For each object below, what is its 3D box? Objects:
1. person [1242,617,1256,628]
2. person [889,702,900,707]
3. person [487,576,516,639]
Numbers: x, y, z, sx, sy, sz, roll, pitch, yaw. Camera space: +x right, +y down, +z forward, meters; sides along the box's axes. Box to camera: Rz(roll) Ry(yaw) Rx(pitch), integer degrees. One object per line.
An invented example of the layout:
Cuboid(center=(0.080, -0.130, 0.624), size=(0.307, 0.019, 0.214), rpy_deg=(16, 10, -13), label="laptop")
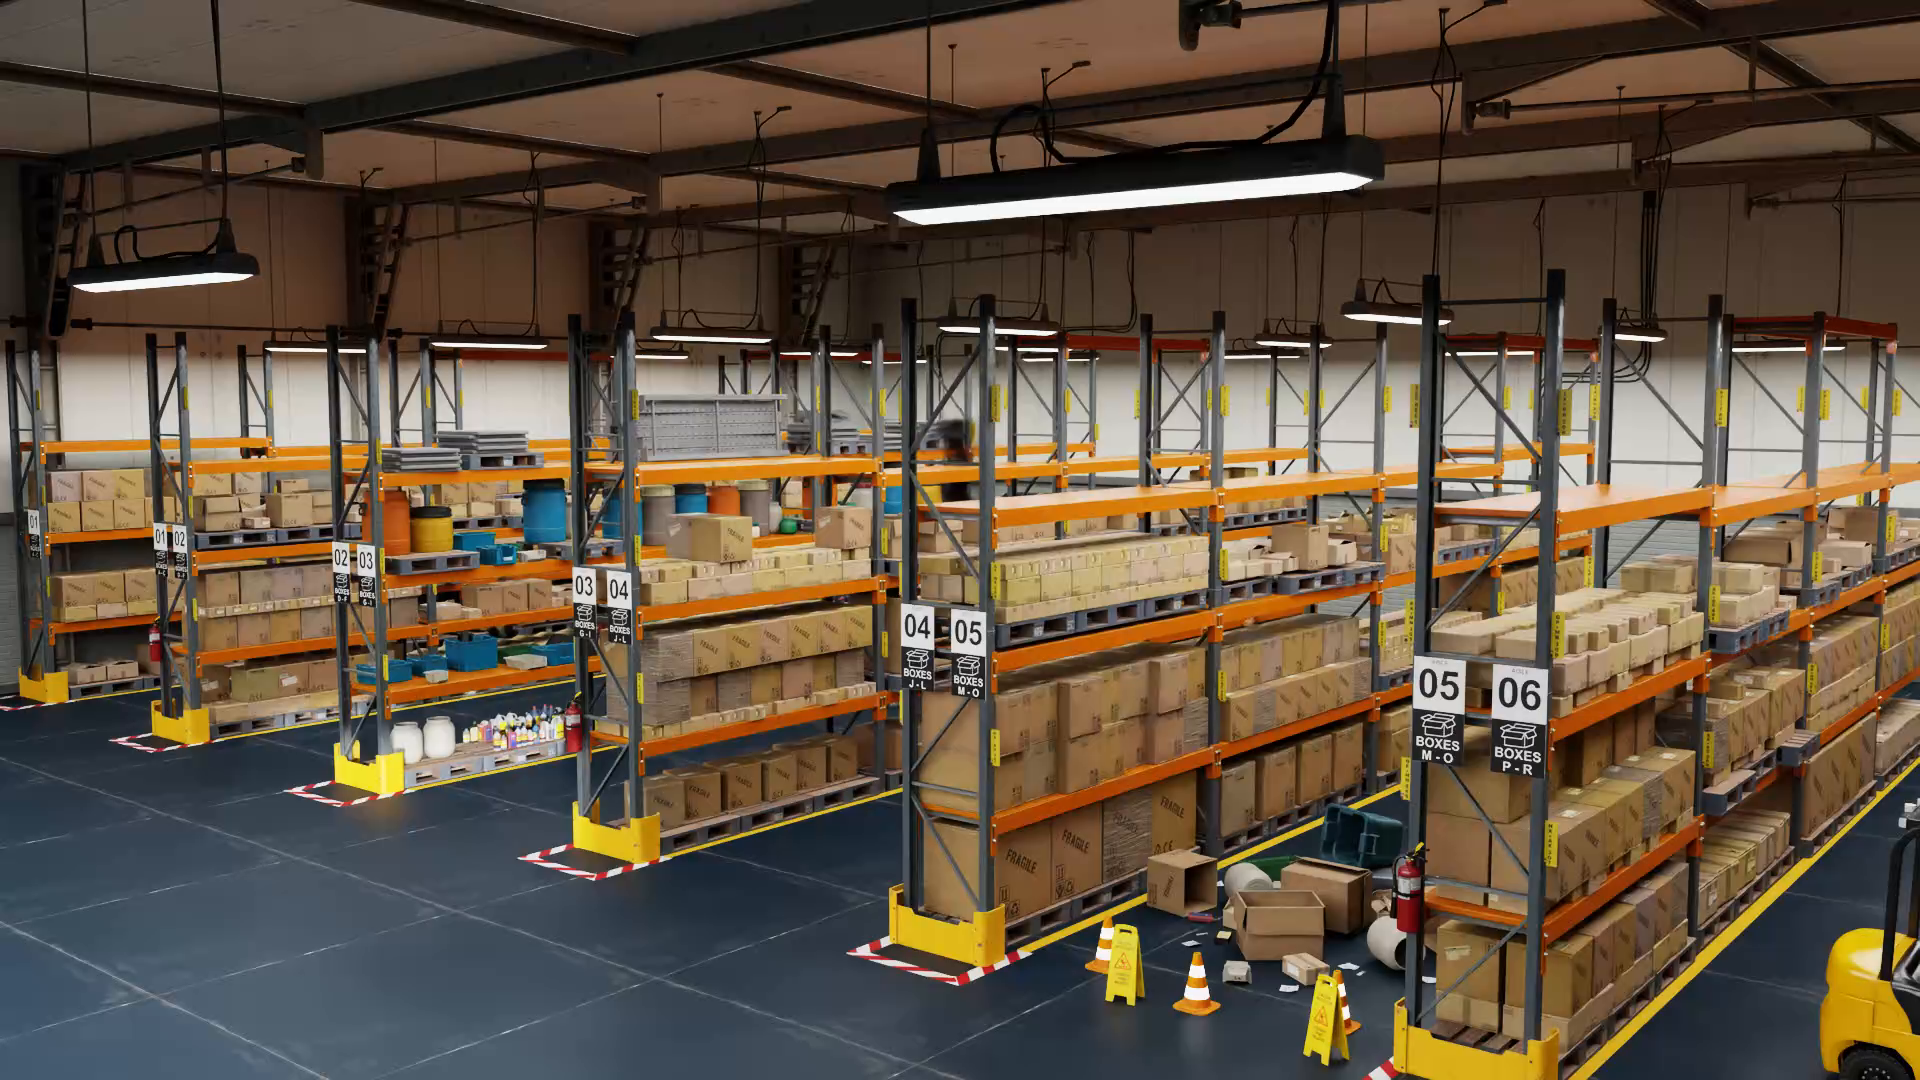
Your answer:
Cuboid(center=(4.539, 1.968, 26.291), size=(0.548, 1.688, 0.688), rpy_deg=(3, 6, 31), label="person")
Cuboid(center=(-1.066, 1.887, 27.130), size=(0.660, 1.708, 0.744), rpy_deg=(2, 6, 22), label="person")
Cuboid(center=(-8.866, 1.411, 32.209), size=(0.694, 1.744, 0.759), rpy_deg=(2, 6, 25), label="person")
